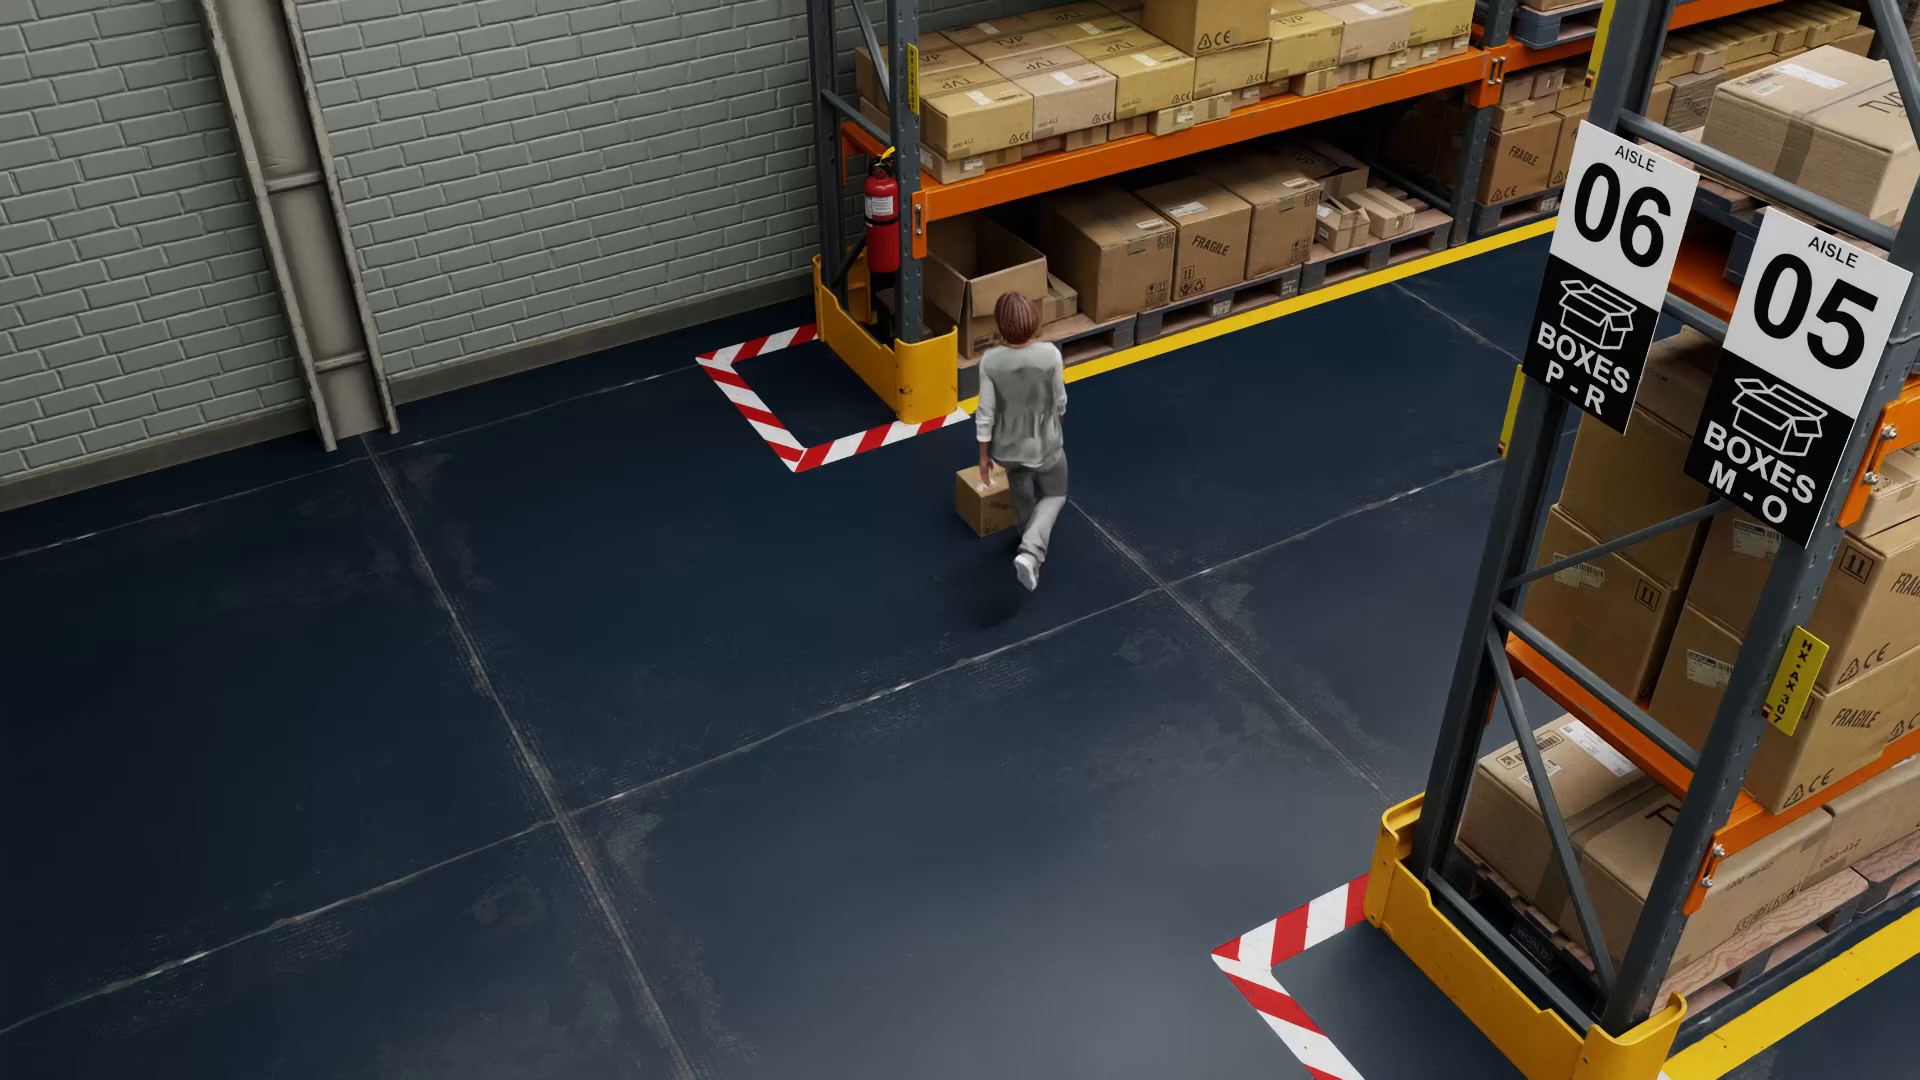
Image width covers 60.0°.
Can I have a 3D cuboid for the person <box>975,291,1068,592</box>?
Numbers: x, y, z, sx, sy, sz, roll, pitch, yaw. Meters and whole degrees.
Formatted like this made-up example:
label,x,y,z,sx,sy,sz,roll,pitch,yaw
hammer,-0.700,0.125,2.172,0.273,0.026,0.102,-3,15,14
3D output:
label,x,y,z,sx,sy,sz,roll,pitch,yaw
person,0.288,-0.464,7.603,0.422,1.512,0.799,4,37,5
